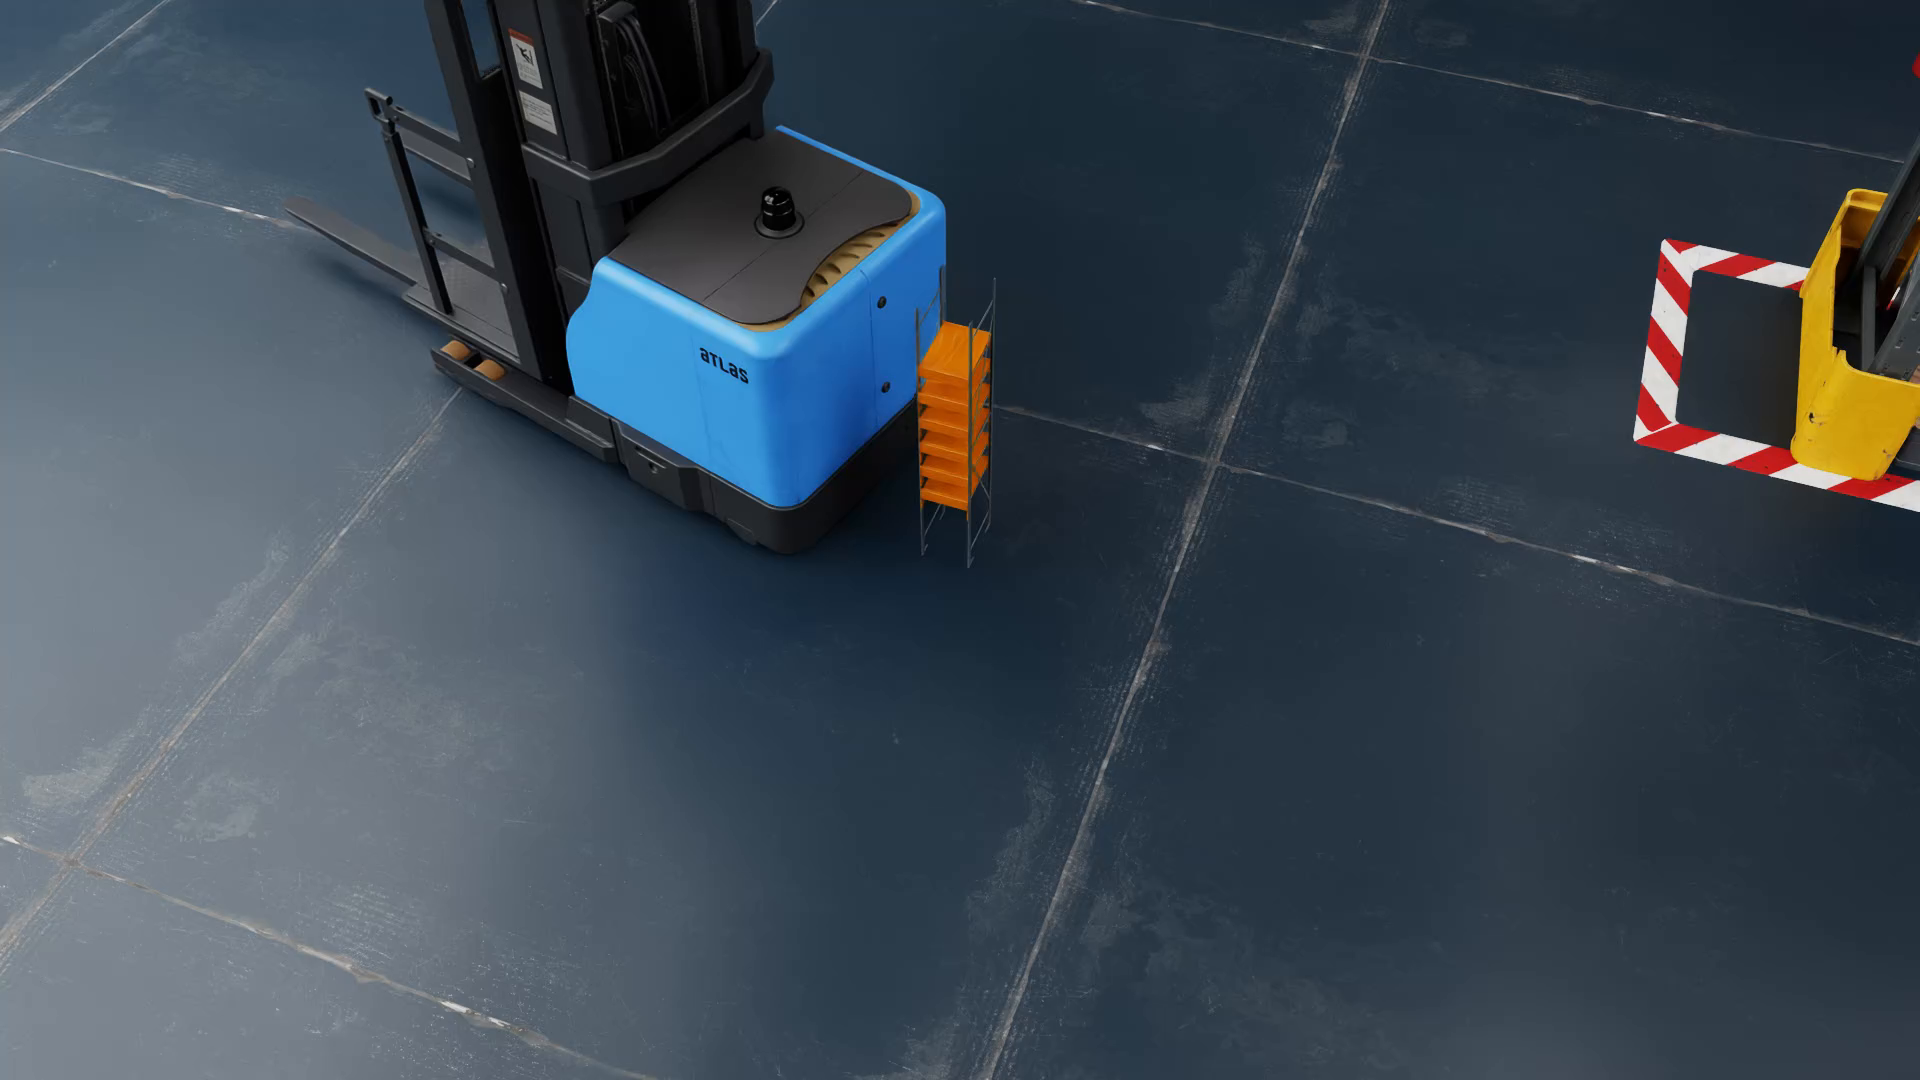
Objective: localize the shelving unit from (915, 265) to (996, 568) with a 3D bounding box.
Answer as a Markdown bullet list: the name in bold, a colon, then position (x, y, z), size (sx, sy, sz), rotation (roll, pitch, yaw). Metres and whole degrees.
- **shelving unit**: position (-0.014, -0.397, 5.800), size (0.189, 1.200, 0.258), rotation (16, 51, 13)

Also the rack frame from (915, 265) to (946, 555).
- **rack frame**: position (-0.099, -0.421, 5.821), size (0.006, 1.200, 0.240), rotation (16, 51, 13)

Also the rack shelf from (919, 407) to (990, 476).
- **rack shelf**: position (-0.014, -0.368, 5.833), size (0.180, 0.103, 0.258), rotation (16, 51, 13)

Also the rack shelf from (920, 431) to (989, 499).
- **rack shelf**: position (-0.014, -0.289, 5.924), size (0.180, 0.103, 0.258), rotation (16, 51, 13)

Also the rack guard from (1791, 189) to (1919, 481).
- **rack guard**: position (3.616, -0.836, 6.644), size (0.348, 0.500, 1.175), rotation (16, 51, 13)

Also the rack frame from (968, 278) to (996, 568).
- **rack frame**: position (0.072, -0.373, 5.779), size (0.006, 1.200, 0.240), rotation (16, 51, 13)

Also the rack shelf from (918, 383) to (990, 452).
- **rack shelf**: position (-0.014, -0.446, 5.743), size (0.180, 0.103, 0.258), rotation (16, 51, 13)

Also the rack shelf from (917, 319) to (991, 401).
- **rack shelf**: position (-0.014, -0.603, 5.561), size (0.180, 0.103, 0.258), rotation (16, 51, 13)

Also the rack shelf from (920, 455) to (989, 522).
- **rack shelf**: position (-0.014, -0.210, 6.015), size (0.180, 0.103, 0.258), rotation (16, 51, 13)

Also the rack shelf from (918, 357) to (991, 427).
- **rack shelf**: position (-0.014, -0.525, 5.652), size (0.180, 0.103, 0.258), rotation (16, 51, 13)

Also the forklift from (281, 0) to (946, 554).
- **forklift**: position (-1.529, -1.819, 5.887), size (3.031, 2.935, 1.130), rotation (28, 55, 22)

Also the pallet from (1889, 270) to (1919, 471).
- **pallet**: position (4.370, -0.565, 6.600), size (1.213, 0.211, 1.003), rotation (16, 51, 13)

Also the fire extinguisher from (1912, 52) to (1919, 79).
- **fire extinguisher**: position (3.688, -1.983, 6.035), size (0.183, 0.674, 0.296), rotation (16, 51, 13)

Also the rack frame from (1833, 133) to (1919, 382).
- **rack frame**: position (3.638, -1.649, 5.694), size (0.127, 3.000, 1.000), rotation (16, 51, 13)
